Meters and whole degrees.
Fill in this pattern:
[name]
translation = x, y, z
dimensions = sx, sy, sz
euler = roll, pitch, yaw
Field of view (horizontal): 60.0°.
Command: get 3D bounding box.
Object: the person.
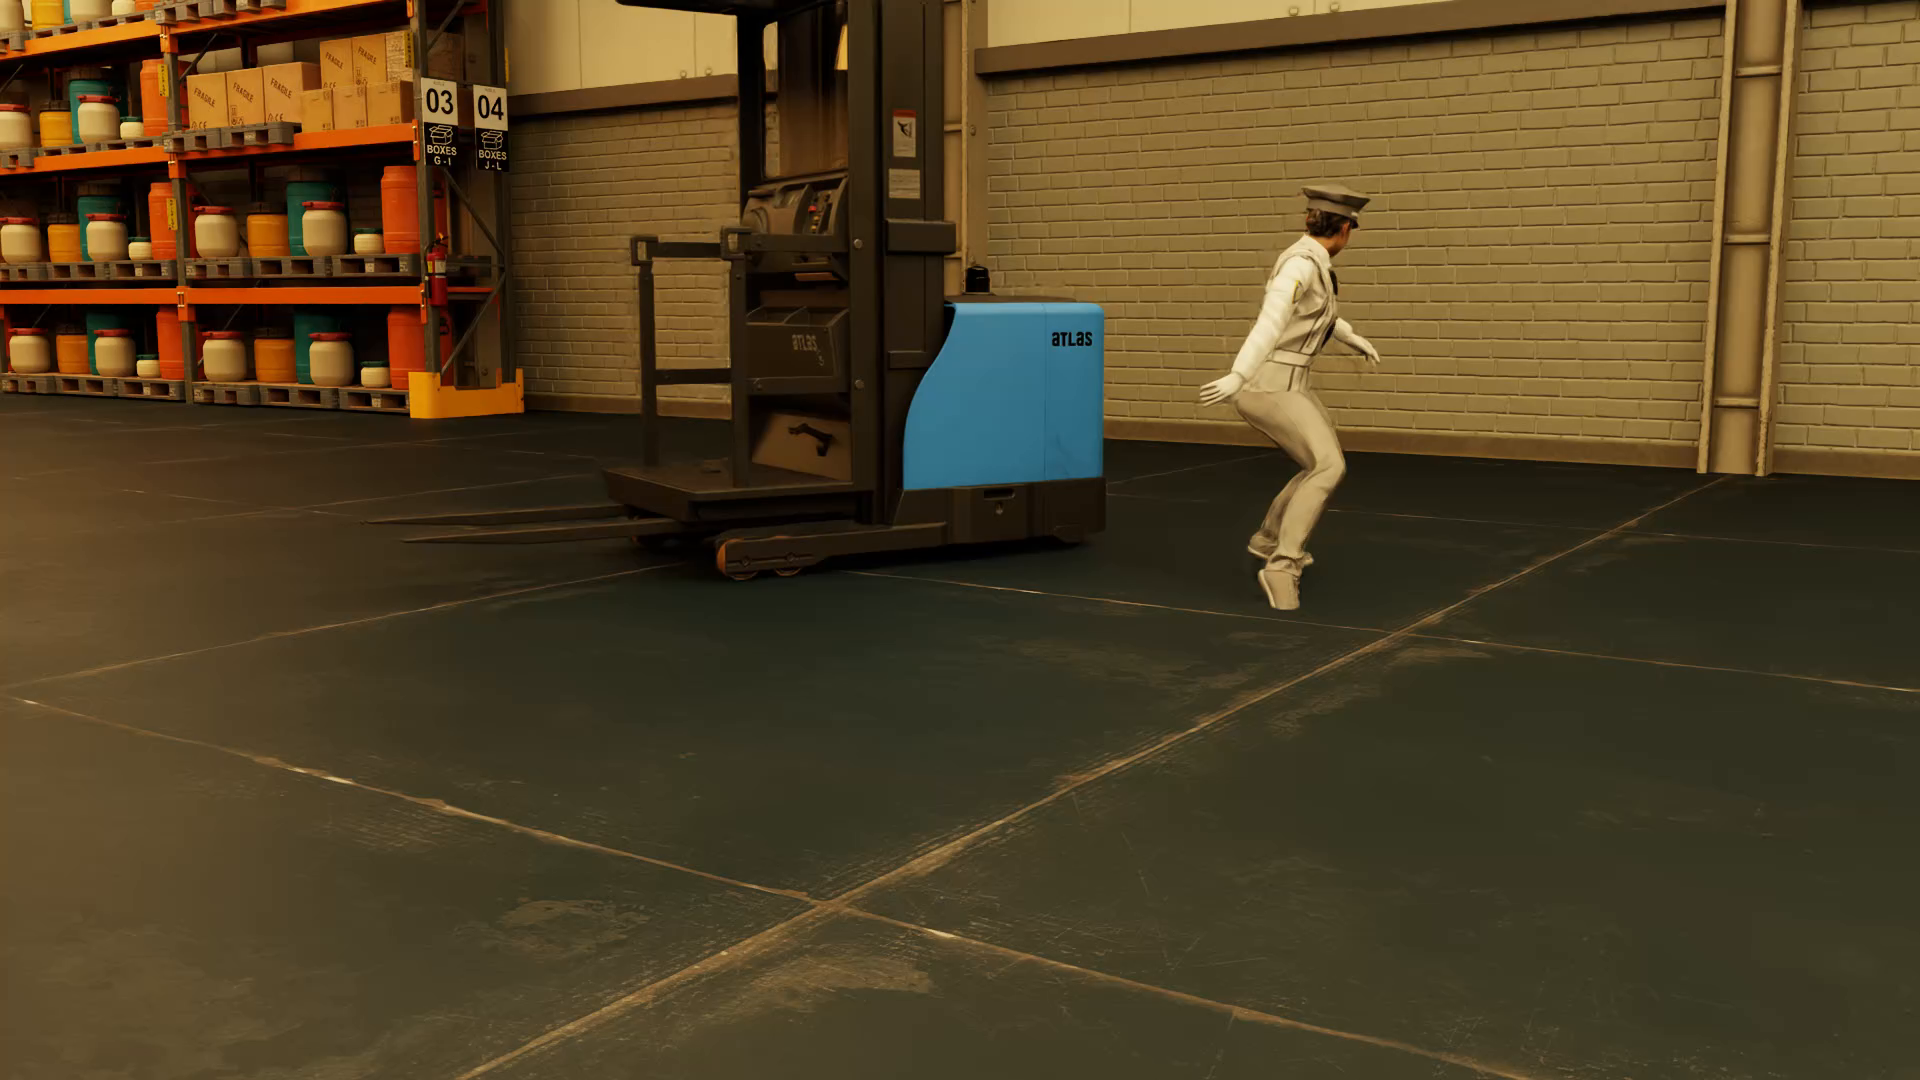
[person]
translation = 1.242, -0.500, 6.192
dimensions = 0.534, 1.596, 0.973
euler = 3, 9, 19

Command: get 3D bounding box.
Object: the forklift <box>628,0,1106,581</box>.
[forklift]
translation = -0.411, -1.385, 7.158
dimensions = 1.939, 2.867, 1.129
euler = -5, 9, -31
